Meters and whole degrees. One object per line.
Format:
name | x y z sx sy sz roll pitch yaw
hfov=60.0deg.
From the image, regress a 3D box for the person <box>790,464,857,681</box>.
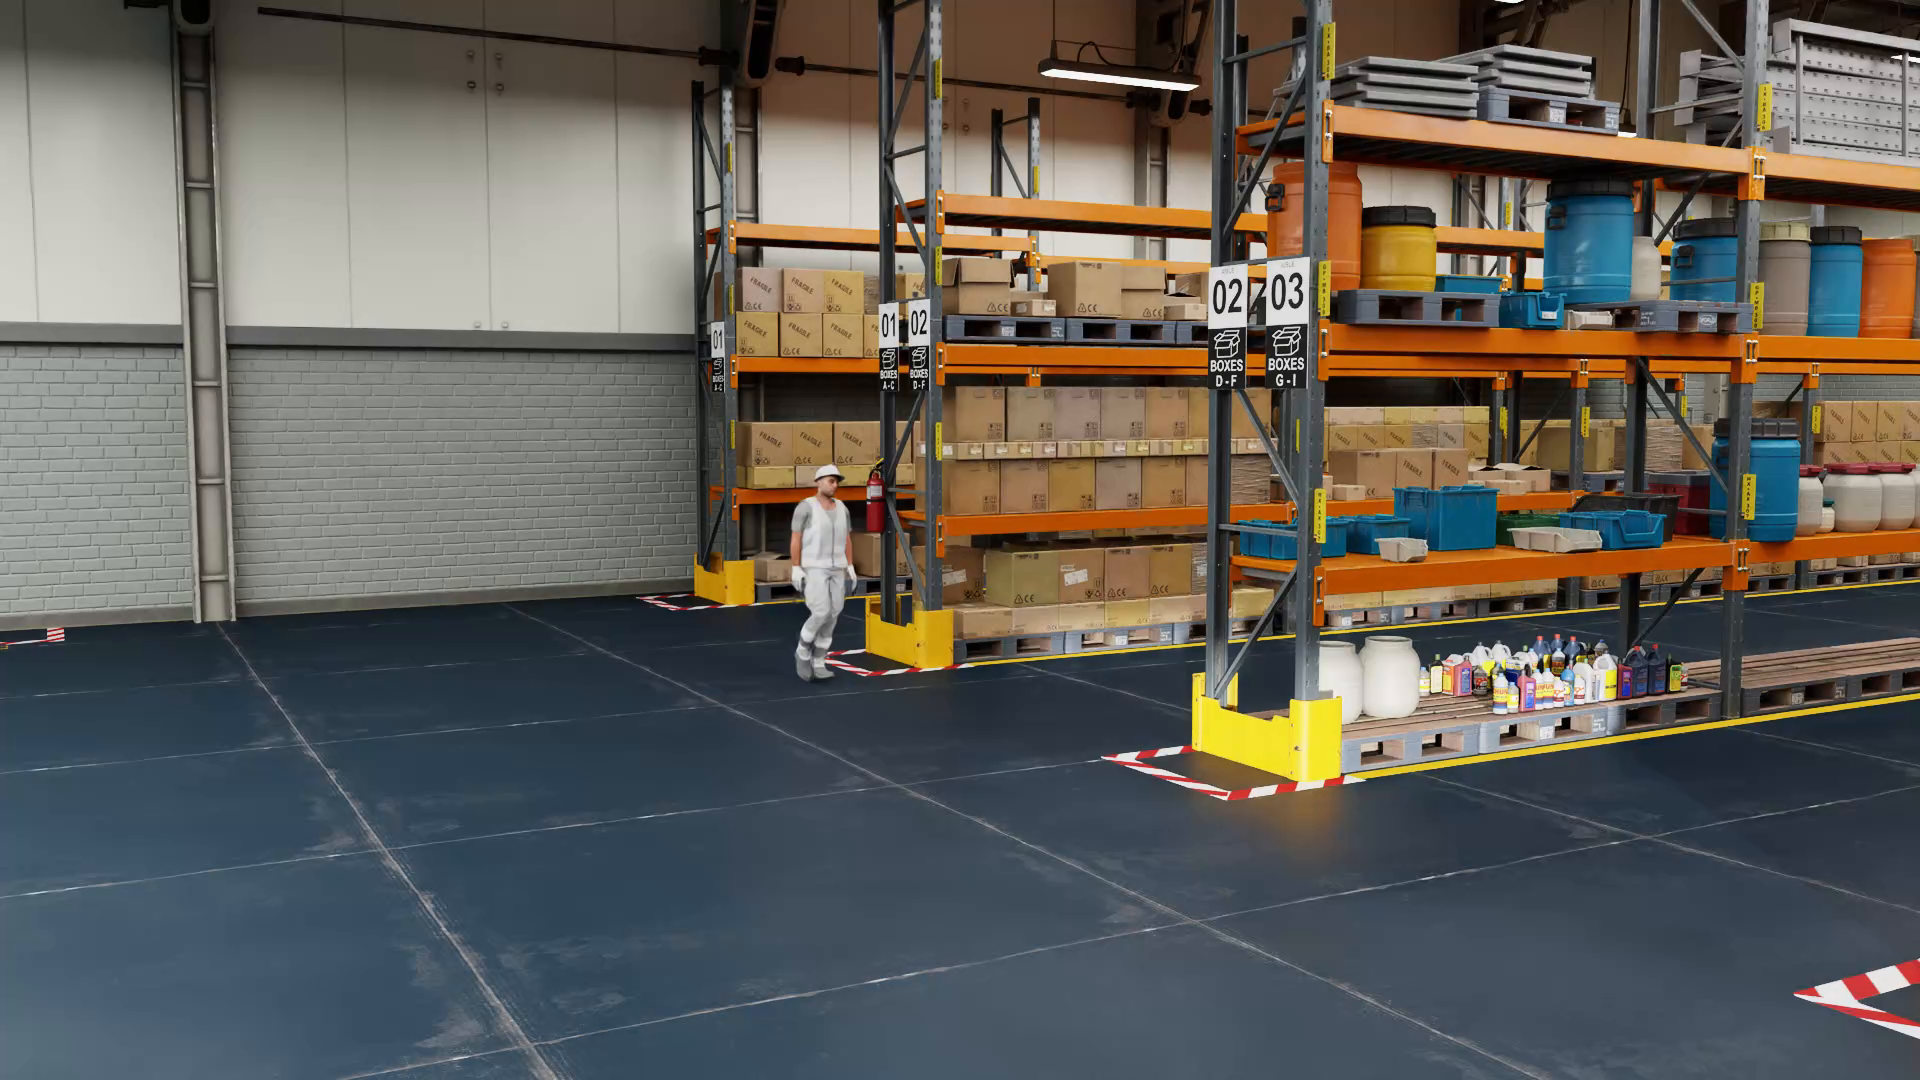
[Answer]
person | -1.100 0.271 13.747 0.541 1.785 0.447 -4 6 -37
